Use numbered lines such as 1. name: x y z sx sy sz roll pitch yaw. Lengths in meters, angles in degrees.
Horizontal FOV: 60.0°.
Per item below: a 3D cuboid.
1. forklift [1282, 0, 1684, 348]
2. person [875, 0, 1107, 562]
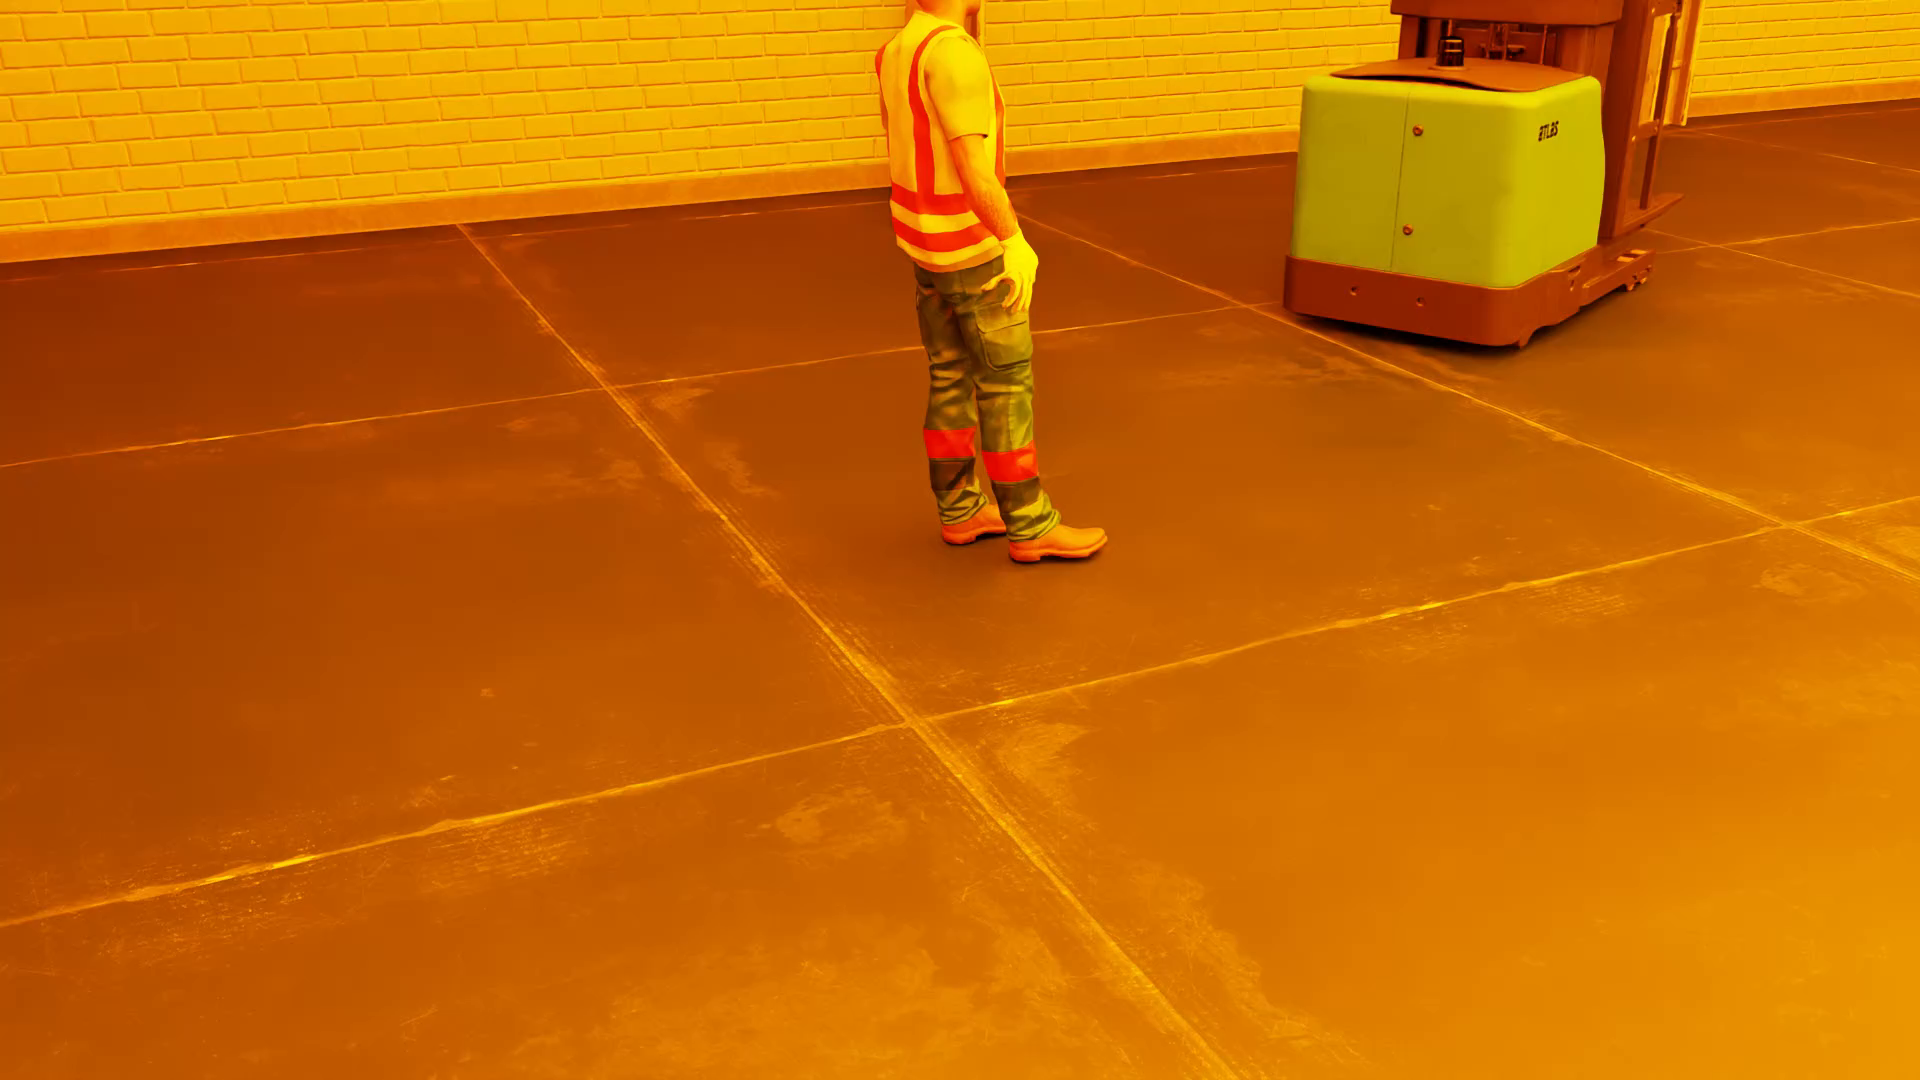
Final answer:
1. forklift: 2.742 -2.650 7.665 1.130 2.935 3.031 17 28 35
2. person: 0.078 -0.842 4.784 0.562 1.789 0.638 -10 25 -23
